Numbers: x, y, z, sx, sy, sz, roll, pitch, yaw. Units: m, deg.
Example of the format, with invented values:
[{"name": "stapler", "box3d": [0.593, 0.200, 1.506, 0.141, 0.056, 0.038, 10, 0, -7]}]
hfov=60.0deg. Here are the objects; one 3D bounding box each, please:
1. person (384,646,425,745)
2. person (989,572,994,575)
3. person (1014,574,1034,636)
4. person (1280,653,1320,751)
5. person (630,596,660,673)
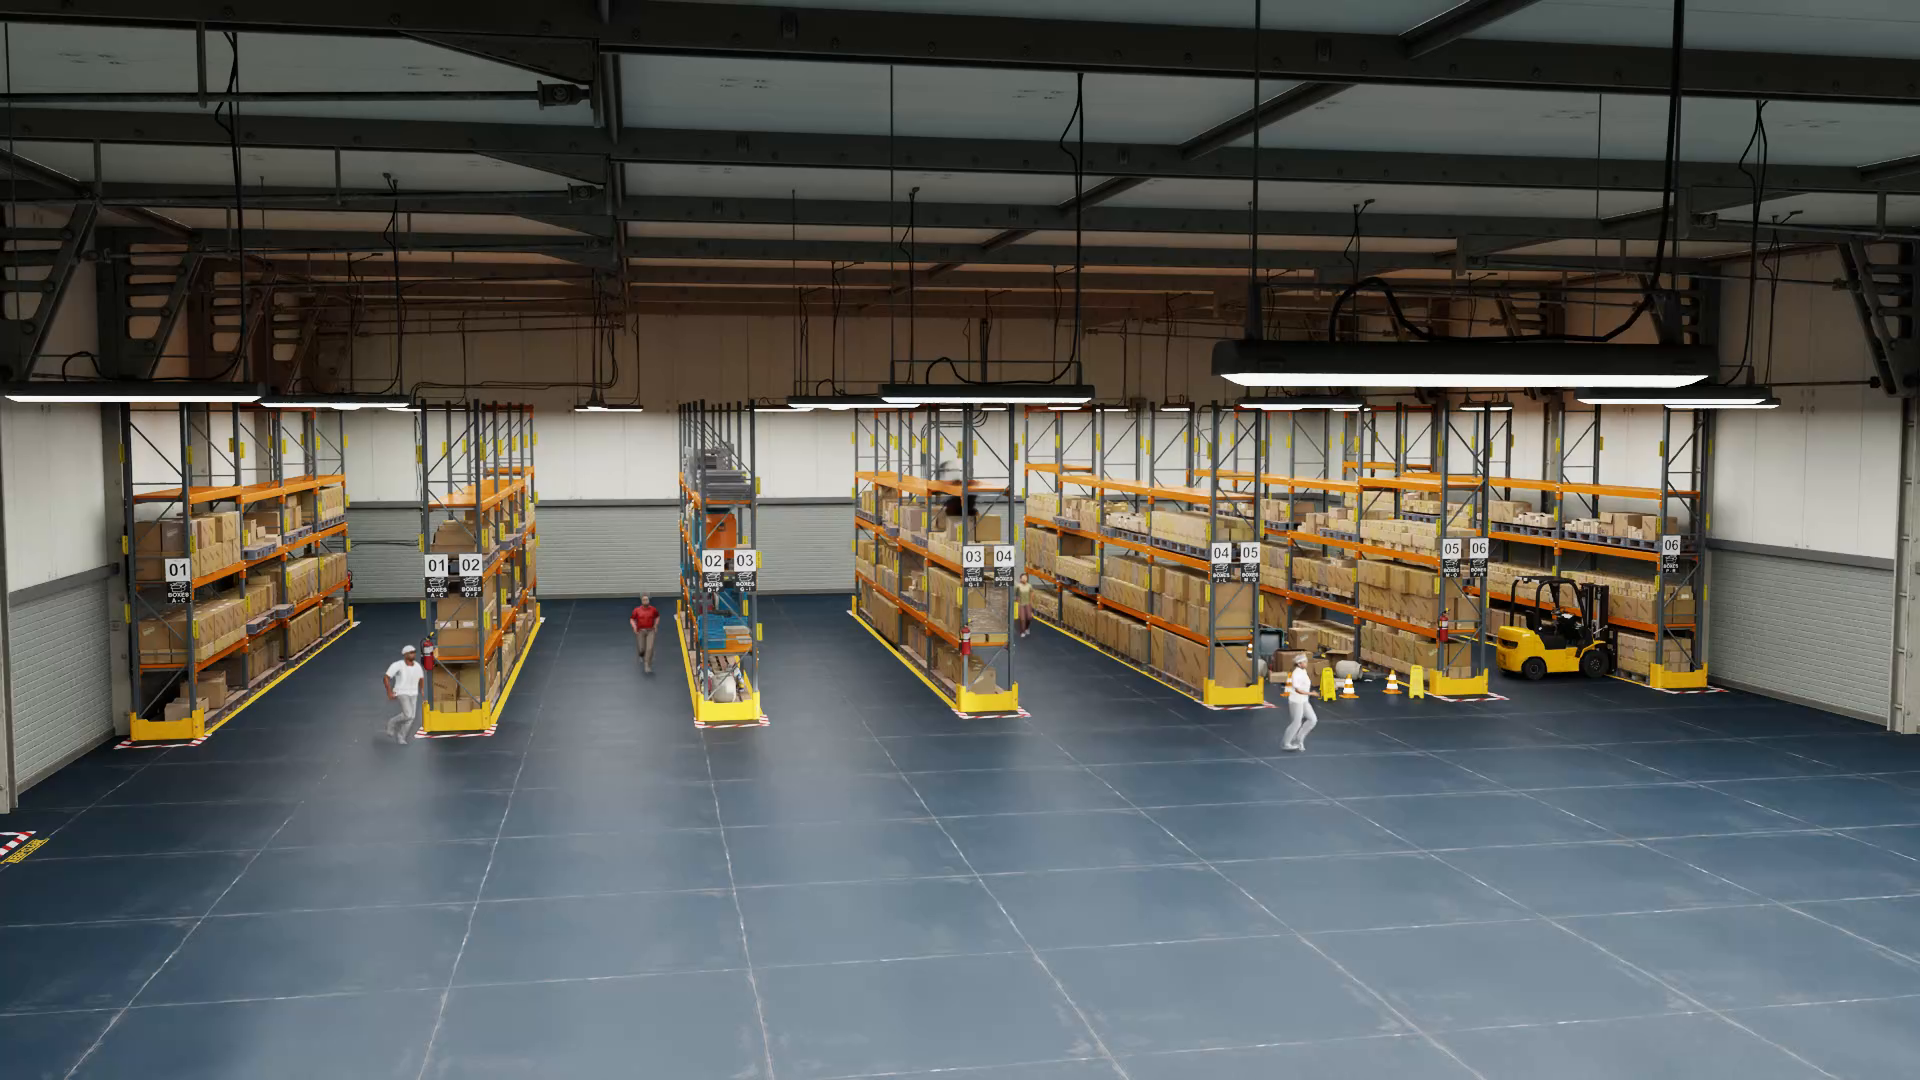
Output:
[{"name": "person", "box3d": [-9.631, 2.690, 29.008, 0.545, 1.691, 0.744, 3, 5, 37]}, {"name": "person", "box3d": [0.878, 1.162, 49.217, 0.743, 1.687, 0.980, 3, 5, 38]}, {"name": "person", "box3d": [1.644, 1.676, 42.744, 0.592, 1.635, 0.539, -1, 4, -7]}, {"name": "person", "box3d": [5.790, 2.763, 28.204, 0.674, 1.710, 0.590, 2, 5, 29]}, {"name": "person", "box3d": [-7.024, 2.085, 37.183, 0.668, 1.699, 0.736, -1, 4, -15]}]
